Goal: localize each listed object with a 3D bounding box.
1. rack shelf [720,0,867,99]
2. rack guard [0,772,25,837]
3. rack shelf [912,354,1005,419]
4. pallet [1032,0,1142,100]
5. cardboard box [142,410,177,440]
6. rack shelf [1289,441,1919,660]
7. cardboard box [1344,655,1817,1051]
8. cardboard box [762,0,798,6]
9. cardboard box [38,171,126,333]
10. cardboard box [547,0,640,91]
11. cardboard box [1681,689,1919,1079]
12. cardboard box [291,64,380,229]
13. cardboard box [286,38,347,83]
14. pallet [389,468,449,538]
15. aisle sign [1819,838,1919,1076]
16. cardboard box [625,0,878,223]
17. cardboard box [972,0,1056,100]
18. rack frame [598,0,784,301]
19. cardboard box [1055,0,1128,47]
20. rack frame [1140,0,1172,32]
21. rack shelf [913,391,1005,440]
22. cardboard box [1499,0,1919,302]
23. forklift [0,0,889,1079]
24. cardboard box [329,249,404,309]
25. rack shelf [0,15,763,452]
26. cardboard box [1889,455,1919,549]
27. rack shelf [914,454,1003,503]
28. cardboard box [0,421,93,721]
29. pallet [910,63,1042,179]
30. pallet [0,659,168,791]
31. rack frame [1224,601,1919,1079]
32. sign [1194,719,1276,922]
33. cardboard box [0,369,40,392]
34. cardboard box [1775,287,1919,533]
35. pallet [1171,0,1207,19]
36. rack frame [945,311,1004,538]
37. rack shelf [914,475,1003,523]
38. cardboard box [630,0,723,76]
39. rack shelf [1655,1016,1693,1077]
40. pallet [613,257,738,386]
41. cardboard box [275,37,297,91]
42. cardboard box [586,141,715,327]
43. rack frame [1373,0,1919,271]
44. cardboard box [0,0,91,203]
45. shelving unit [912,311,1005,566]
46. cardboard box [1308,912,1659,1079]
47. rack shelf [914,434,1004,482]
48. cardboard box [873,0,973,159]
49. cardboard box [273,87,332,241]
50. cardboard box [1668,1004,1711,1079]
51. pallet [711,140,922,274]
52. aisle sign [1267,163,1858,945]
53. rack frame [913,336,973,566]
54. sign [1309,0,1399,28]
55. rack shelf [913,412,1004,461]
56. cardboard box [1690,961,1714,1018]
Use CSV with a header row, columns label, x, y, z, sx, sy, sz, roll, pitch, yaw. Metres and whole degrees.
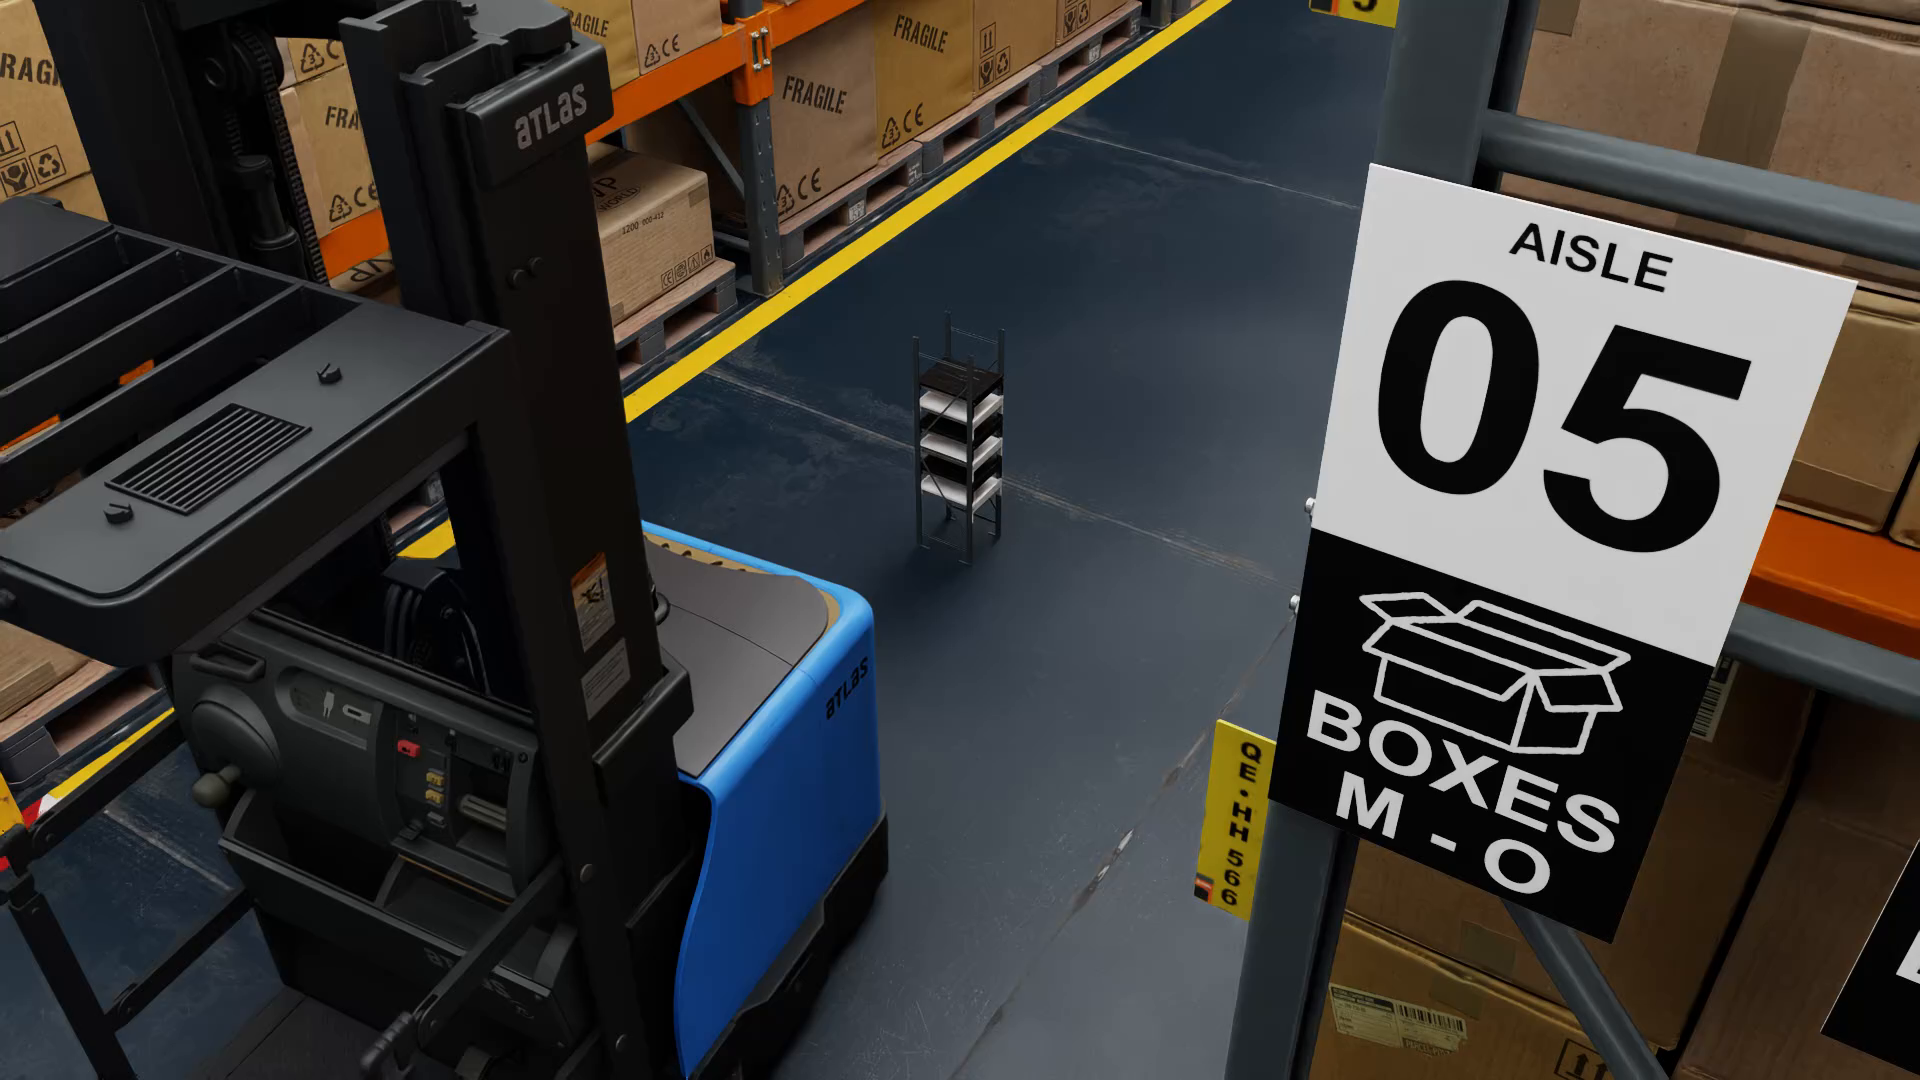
label,x,y,z,sx,sy,sz,roll,pitch,yaw
rack shelf,-0.205,-3.235,8.579,1.077,0.370,4.000,21,42,25
rack guard,-3.432,0.575,5.094,1.175,0.500,0.348,21,42,25
rack shelf,-0.004,-0.540,5.825,0.258,0.077,0.200,21,42,25
pallet,0.381,-3.065,10.053,1.003,0.211,1.213,21,42,25
cardboard box,-2.667,-0.426,6.100,0.875,0.438,0.875,22,43,26
rack shelf,1.886,-0.794,2.955,1.077,0.370,4.000,21,42,25
cardboard box,0.850,0.269,2.299,0.500,0.500,0.500,20,42,24
cardboard box,-0.817,-2.570,7.250,0.500,0.250,0.500,20,42,24
cardboard box,-2.672,-0.890,4.866,0.500,0.500,0.500,21,42,25
cardboard box,-1.580,-1.939,6.226,0.500,0.500,0.500,20,42,24
cardboard box,1.279,0.442,2.075,0.500,0.500,0.500,21,42,25
cardboard box,-2.130,-1.410,5.540,0.500,0.500,0.500,23,43,27
cardboard box,-2.115,-1.811,5.241,0.500,0.500,0.500,21,42,25
pallet,-2.402,-0.387,6.579,1.003,0.211,1.213,21,42,25
aisle sign,1.029,0.246,1.344,0.394,0.787,0.004,21,42,25
cardboard box,-1.011,-2.160,7.991,0.875,0.875,0.875,23,43,26
cardboard box,-0.055,-3.089,9.196,0.875,0.875,0.875,22,43,26
rack frame,-1.276,-2.489,7.022,1.000,3.000,0.127,21,42,25
cardboard box,0.427,-3.547,9.791,0.875,0.875,0.875,21,42,25
rack frame,0.867,-4.551,9.697,1.000,3.000,0.127,21,42,25
rack shelf,-0.004,-0.468,5.880,0.258,0.077,0.200,21,42,25
cardboard box,0.847,-0.507,1.708,0.500,0.250,0.500,20,42,24
forklift,-1.324,0.503,3.197,1.130,2.935,3.031,17,41,21
cardboard box,-2.182,-0.890,6.703,0.875,0.438,0.875,20,42,24
rack shelf,-2.348,-1.173,5.904,1.077,0.370,4.000,21,42,25
cardboard box,1.271,-0.136,1.636,0.500,0.250,0.500,23,43,27
rack shelf,-0.004,-0.255,6.045,0.258,0.077,0.200,21,42,25
cardboard box,-3.150,0.049,5.485,0.875,0.438,0.875,20,42,24
pallet,-0.273,-2.439,9.240,1.003,0.211,1.213,21,42,25
pallet,-3.057,0.240,5.766,1.003,0.211,1.213,21,42,25
rack frame,0.815,1.140,2.314,1.000,3.000,0.127,21,42,25
sign,0.357,0.365,2.113,0.100,0.325,0.005,21,42,25
cardboard box,-2.919,-0.620,4.516,0.500,0.500,0.500,21,42,25
cardboard box,0.835,-0.309,1.861,0.500,0.250,0.500,20,42,24
pallet,1.287,-3.849,11.070,1.003,0.211,1.213,21,42,25
rack frame,0.050,-0.405,6.038,0.240,0.900,0.006,21,42,25
rack shelf,-0.004,-0.183,6.100,0.258,0.077,0.200,21,42,25
cardboard box,-1.309,-2.206,6.573,0.500,0.500,0.500,22,43,26
rack shelf,1.886,0.394,3.871,1.077,0.370,4.000,21,42,25
pallet,-1.750,-1.018,7.398,1.003,0.211,1.213,21,42,25
cardboard box,-2.381,-1.553,4.907,0.500,0.500,0.500,21,42,25
cardboard box,-1.703,-1.352,7.302,0.875,0.438,0.875,21,42,24
rack frame,0.815,-1.236,0.483,1.000,3.000,0.127,21,42,25
cardboard box,-2.650,-1.285,4.560,0.500,0.500,0.500,20,42,24
shelving unit,-0.004,-0.352,5.970,0.258,0.900,0.210,21,42,25
cardboard box,0.838,0.667,2.603,0.500,0.500,0.500,22,43,26
rack shelf,-0.004,-0.326,5.990,0.258,0.077,0.200,21,42,25
cardboard box,-0.534,-2.628,8.598,0.875,0.875,0.875,22,43,26
cardboard box,-2.384,-1.146,5.198,0.500,0.500,0.500,21,42,25
cardboard box,1.289,0.842,2.376,0.500,0.500,0.500,23,43,27
pallet,-0.926,-1.807,8.421,1.003,0.211,1.213,21,42,25
aisle sign,0.522,0.050,1.599,0.394,0.787,0.004,21,42,25
rack frame,-0.059,-0.300,5.902,0.240,0.900,0.006,21,42,25
sign,0.357,-0.590,1.377,0.100,0.325,0.005,21,42,25
rack shelf,-0.004,-0.397,5.935,0.258,0.077,0.200,21,42,25
cardboard box,1.554,0.557,2.745,0.500,0.500,0.500,21,42,25
